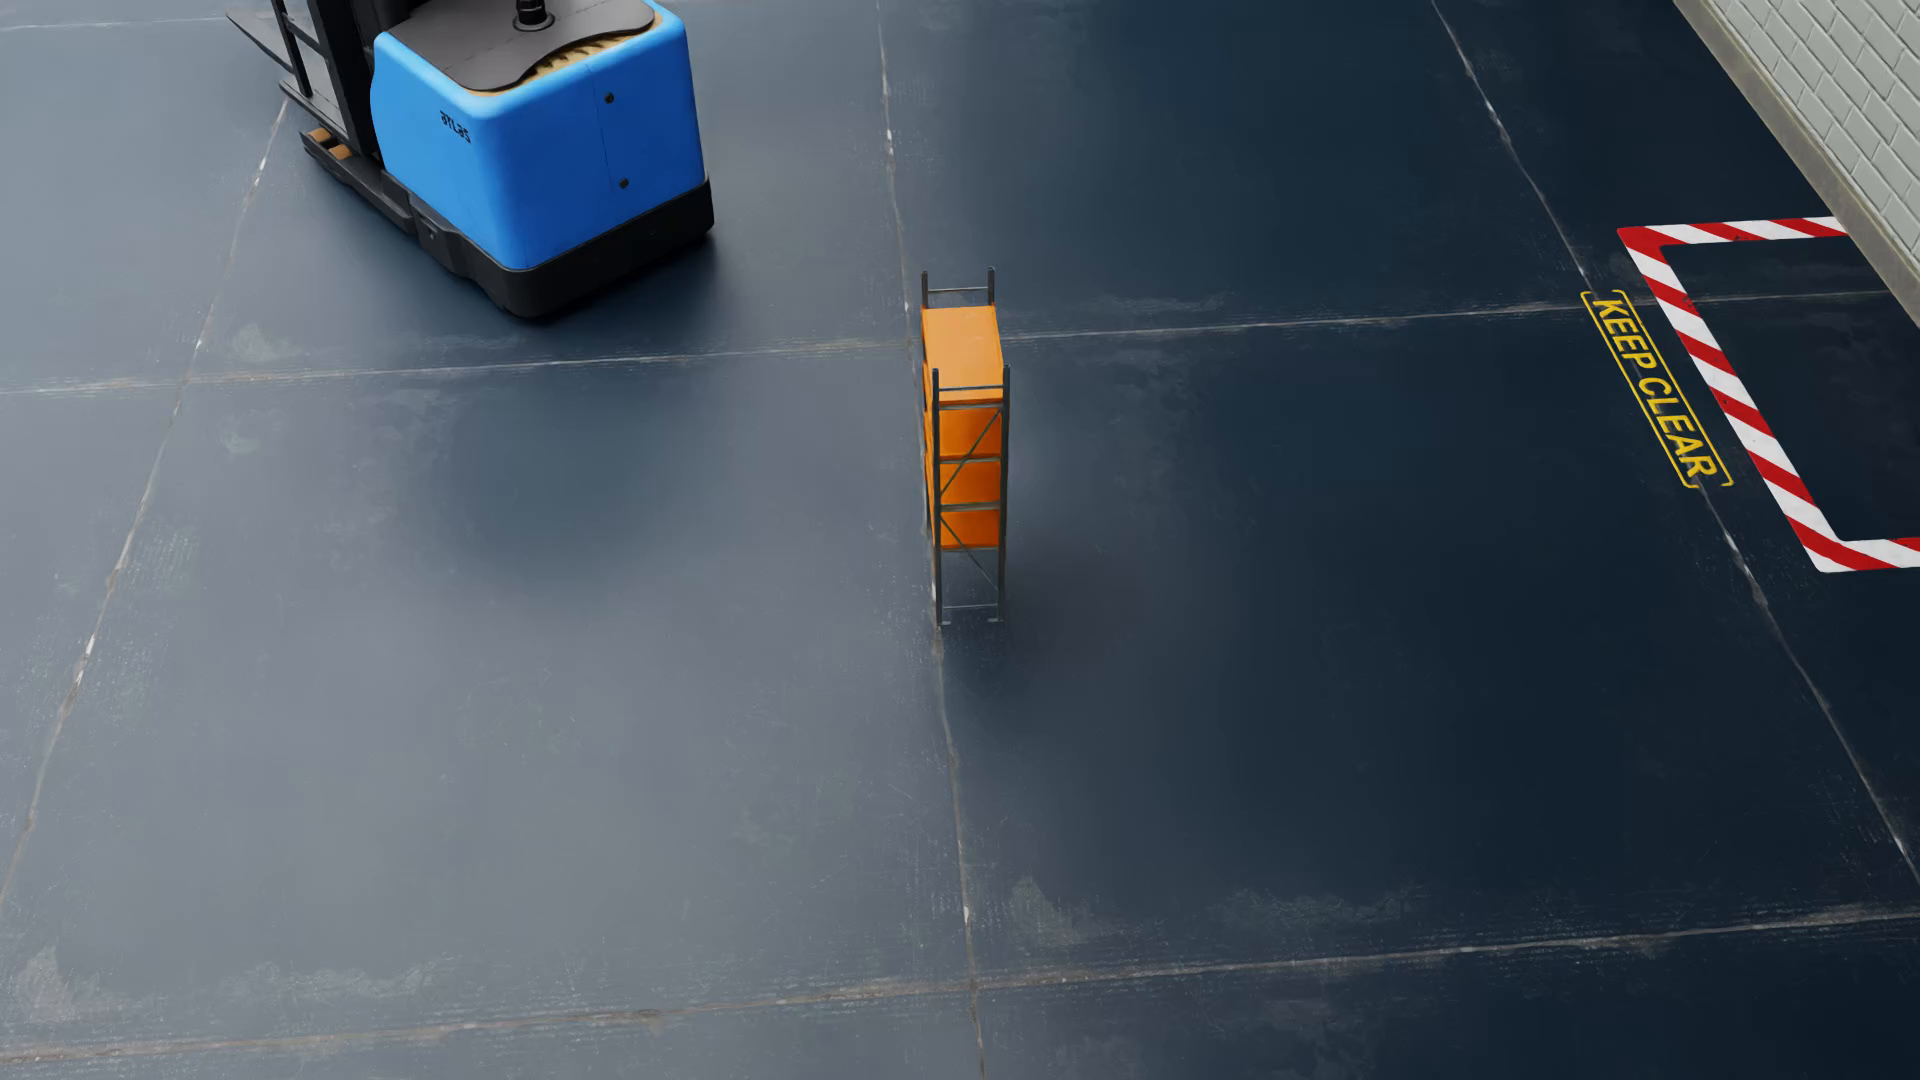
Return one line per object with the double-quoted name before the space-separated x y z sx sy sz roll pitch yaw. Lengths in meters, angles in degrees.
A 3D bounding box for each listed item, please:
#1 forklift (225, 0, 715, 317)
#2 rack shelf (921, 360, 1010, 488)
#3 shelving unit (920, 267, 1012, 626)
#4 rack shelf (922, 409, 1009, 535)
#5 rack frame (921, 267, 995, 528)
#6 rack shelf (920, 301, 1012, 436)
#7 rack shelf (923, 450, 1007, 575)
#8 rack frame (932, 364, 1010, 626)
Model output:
"forklift" -2.483 -2.931 7.007 1.130 2.935 3.031 -34 55 -28
"rack shelf" 0.014 -0.400 5.587 0.258 0.148 0.480 -3 47 -3
"shelving unit" 0.014 -0.293 5.701 0.258 1.200 0.503 -3 47 -3
"rack shelf" 0.014 -0.247 5.750 0.258 0.148 0.480 -3 47 -3
"rack frame" -0.007 -0.469 5.868 0.240 1.200 0.015 -3 47 -3
"rack shelf" 0.014 -0.563 5.416 0.258 0.148 0.480 -3 47 -3
"rack shelf" 0.014 -0.110 5.894 0.258 0.148 0.480 -3 47 -3
"rack frame" 0.034 -0.116 5.534 0.240 1.200 0.015 -3 47 -3
